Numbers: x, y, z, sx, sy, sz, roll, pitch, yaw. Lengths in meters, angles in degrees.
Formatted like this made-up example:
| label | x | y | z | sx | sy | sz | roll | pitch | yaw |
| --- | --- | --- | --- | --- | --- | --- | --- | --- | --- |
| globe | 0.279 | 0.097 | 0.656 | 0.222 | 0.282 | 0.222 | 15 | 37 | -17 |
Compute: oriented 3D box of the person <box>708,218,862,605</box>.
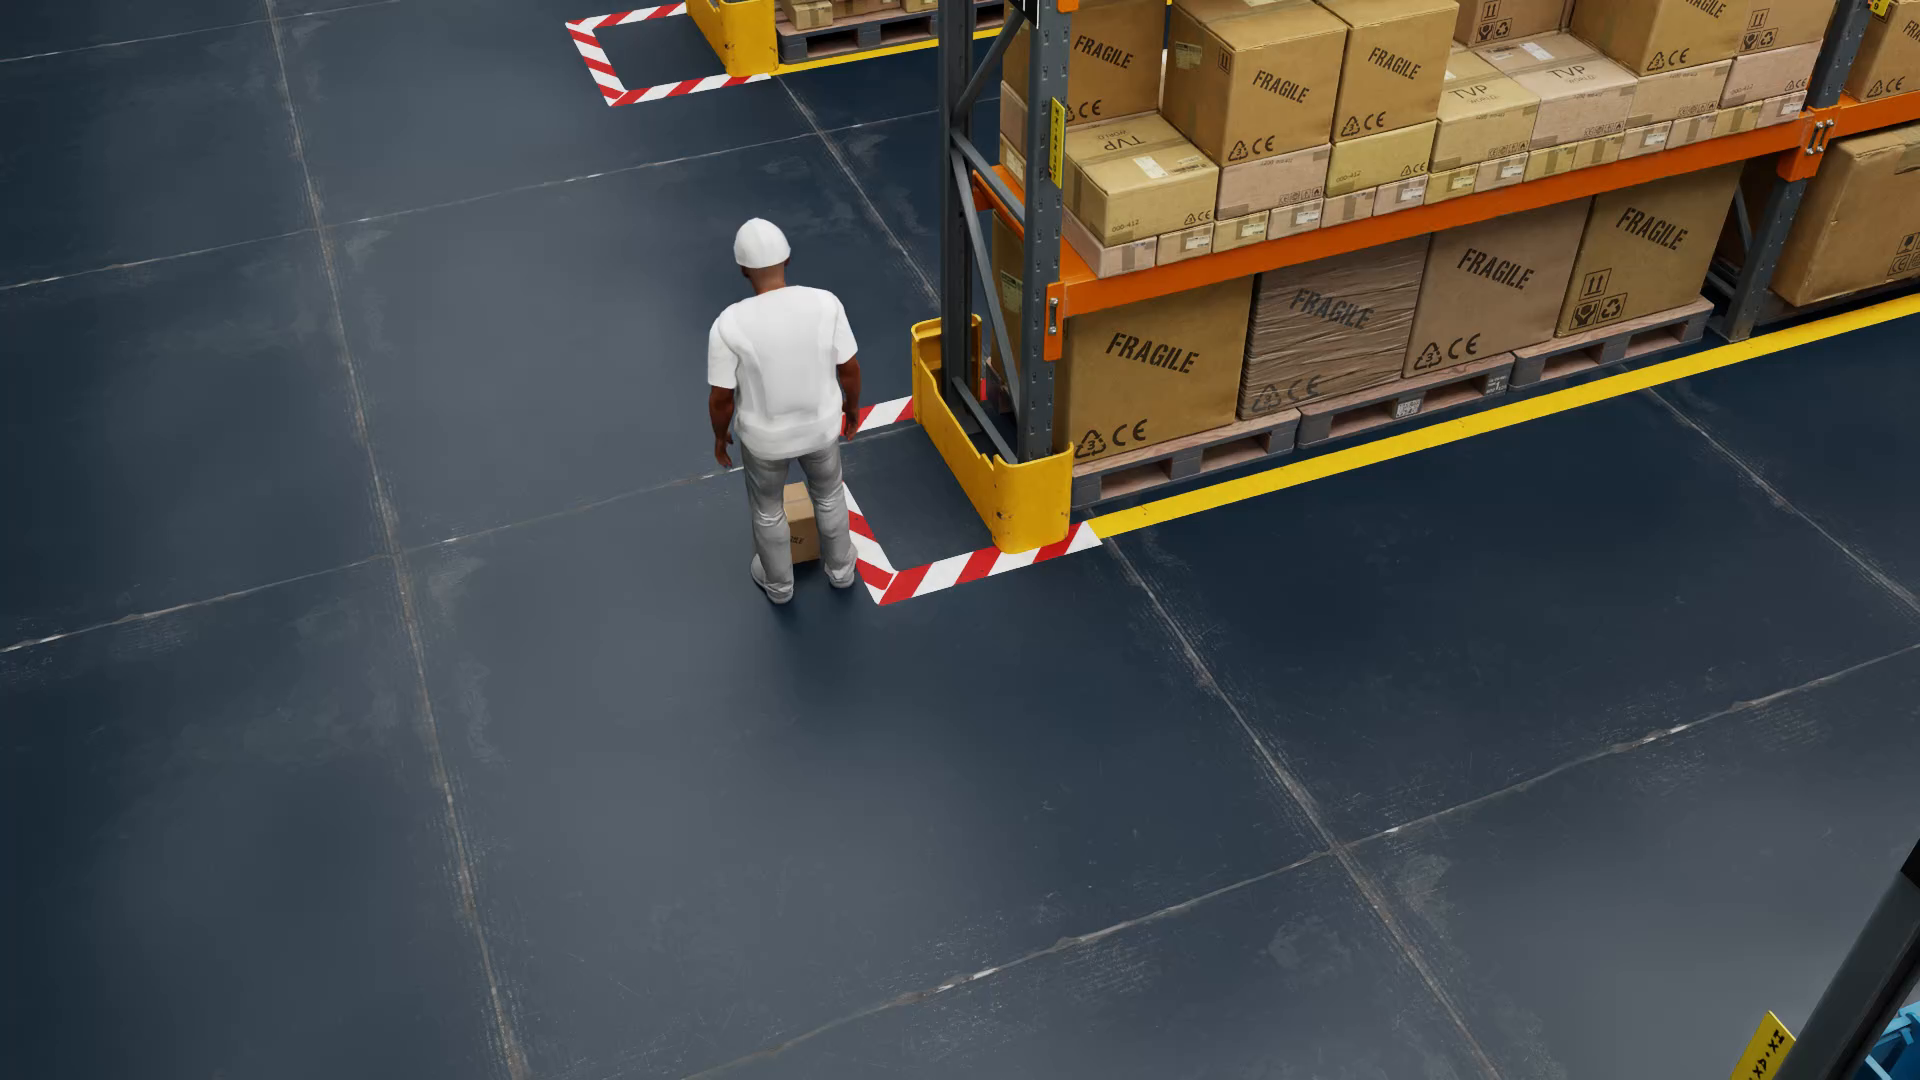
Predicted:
| label | x | y | z | sx | sy | sz | roll | pitch | yaw |
| --- | --- | --- | --- | --- | --- | --- | --- | --- | --- |
| person | -0.699 | -0.482 | 6.691 | 0.622 | 1.759 | 0.462 | -13 | 43 | -14 |
